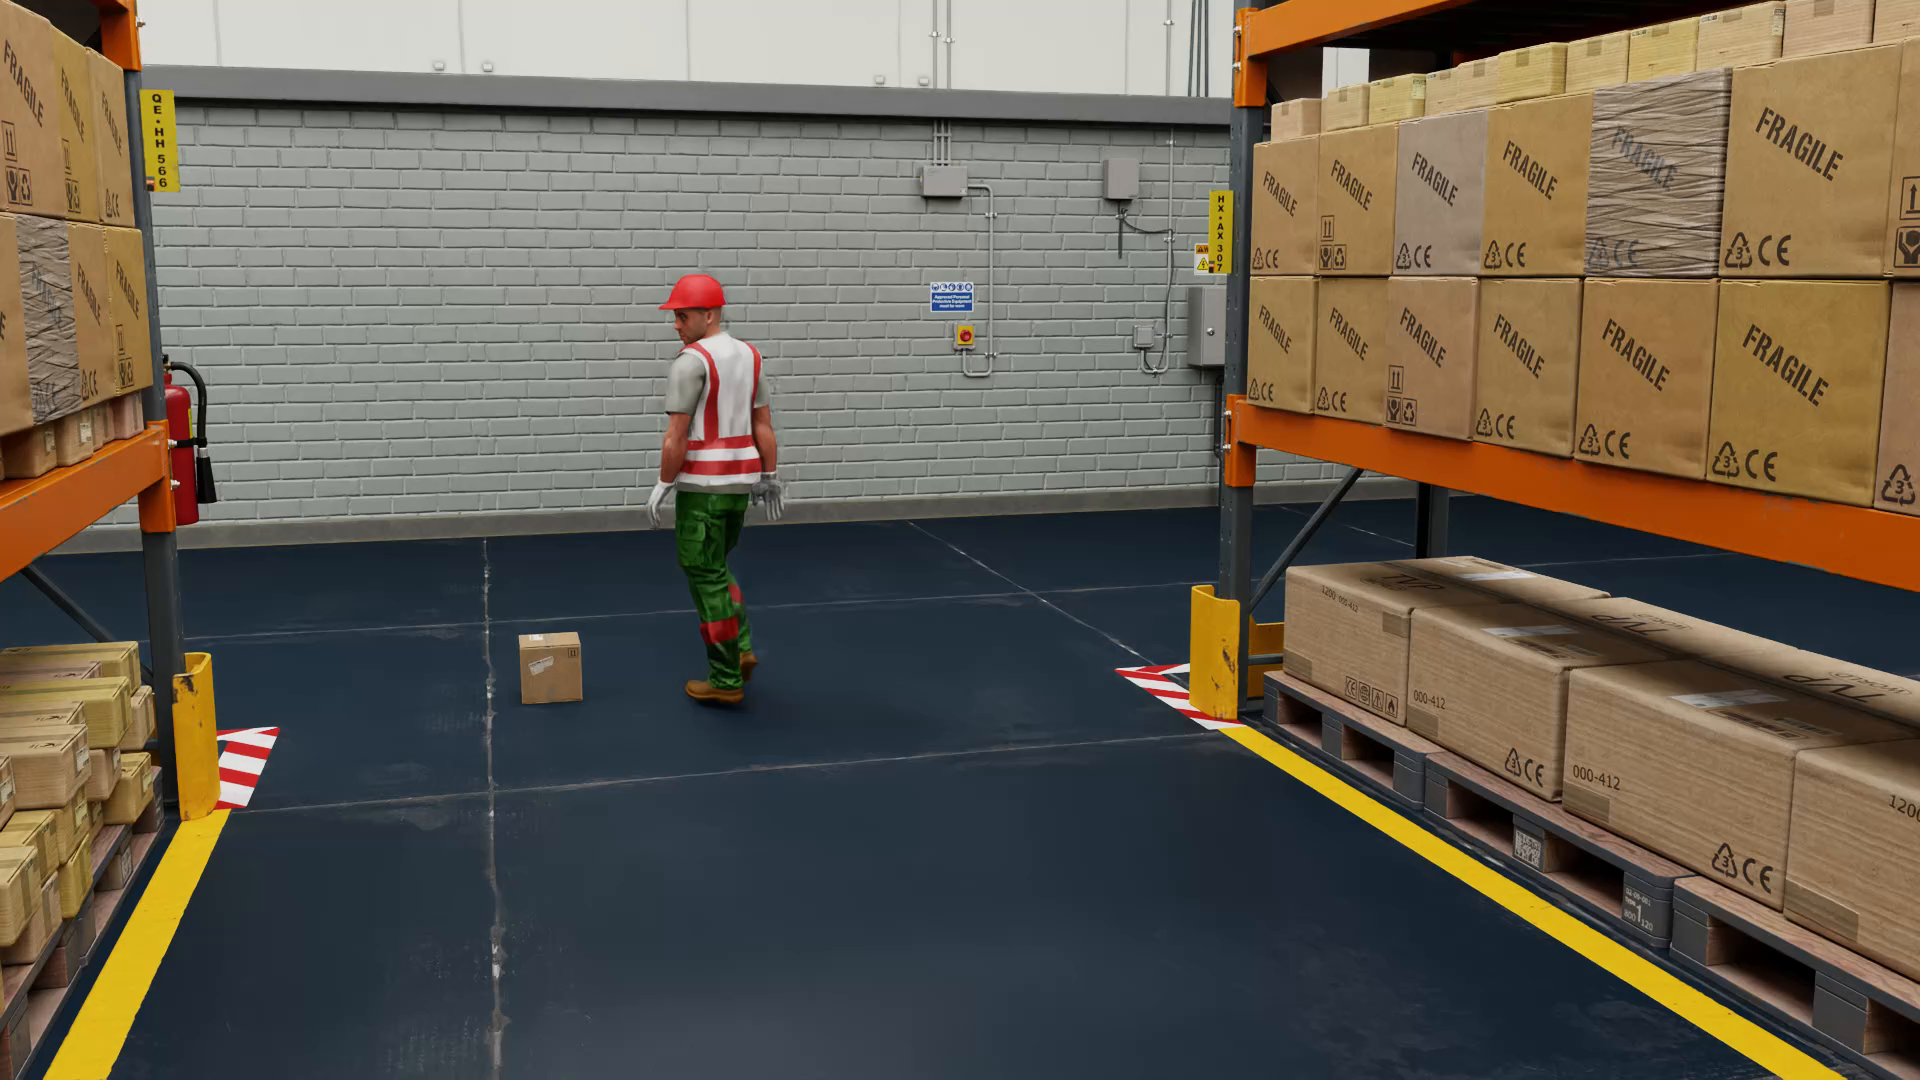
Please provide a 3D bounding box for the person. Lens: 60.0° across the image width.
[{"bbox_3d":[-1.059,-0.203,7.008,0.425,1.812,0.599,6,11,32],"label":"person"}]
